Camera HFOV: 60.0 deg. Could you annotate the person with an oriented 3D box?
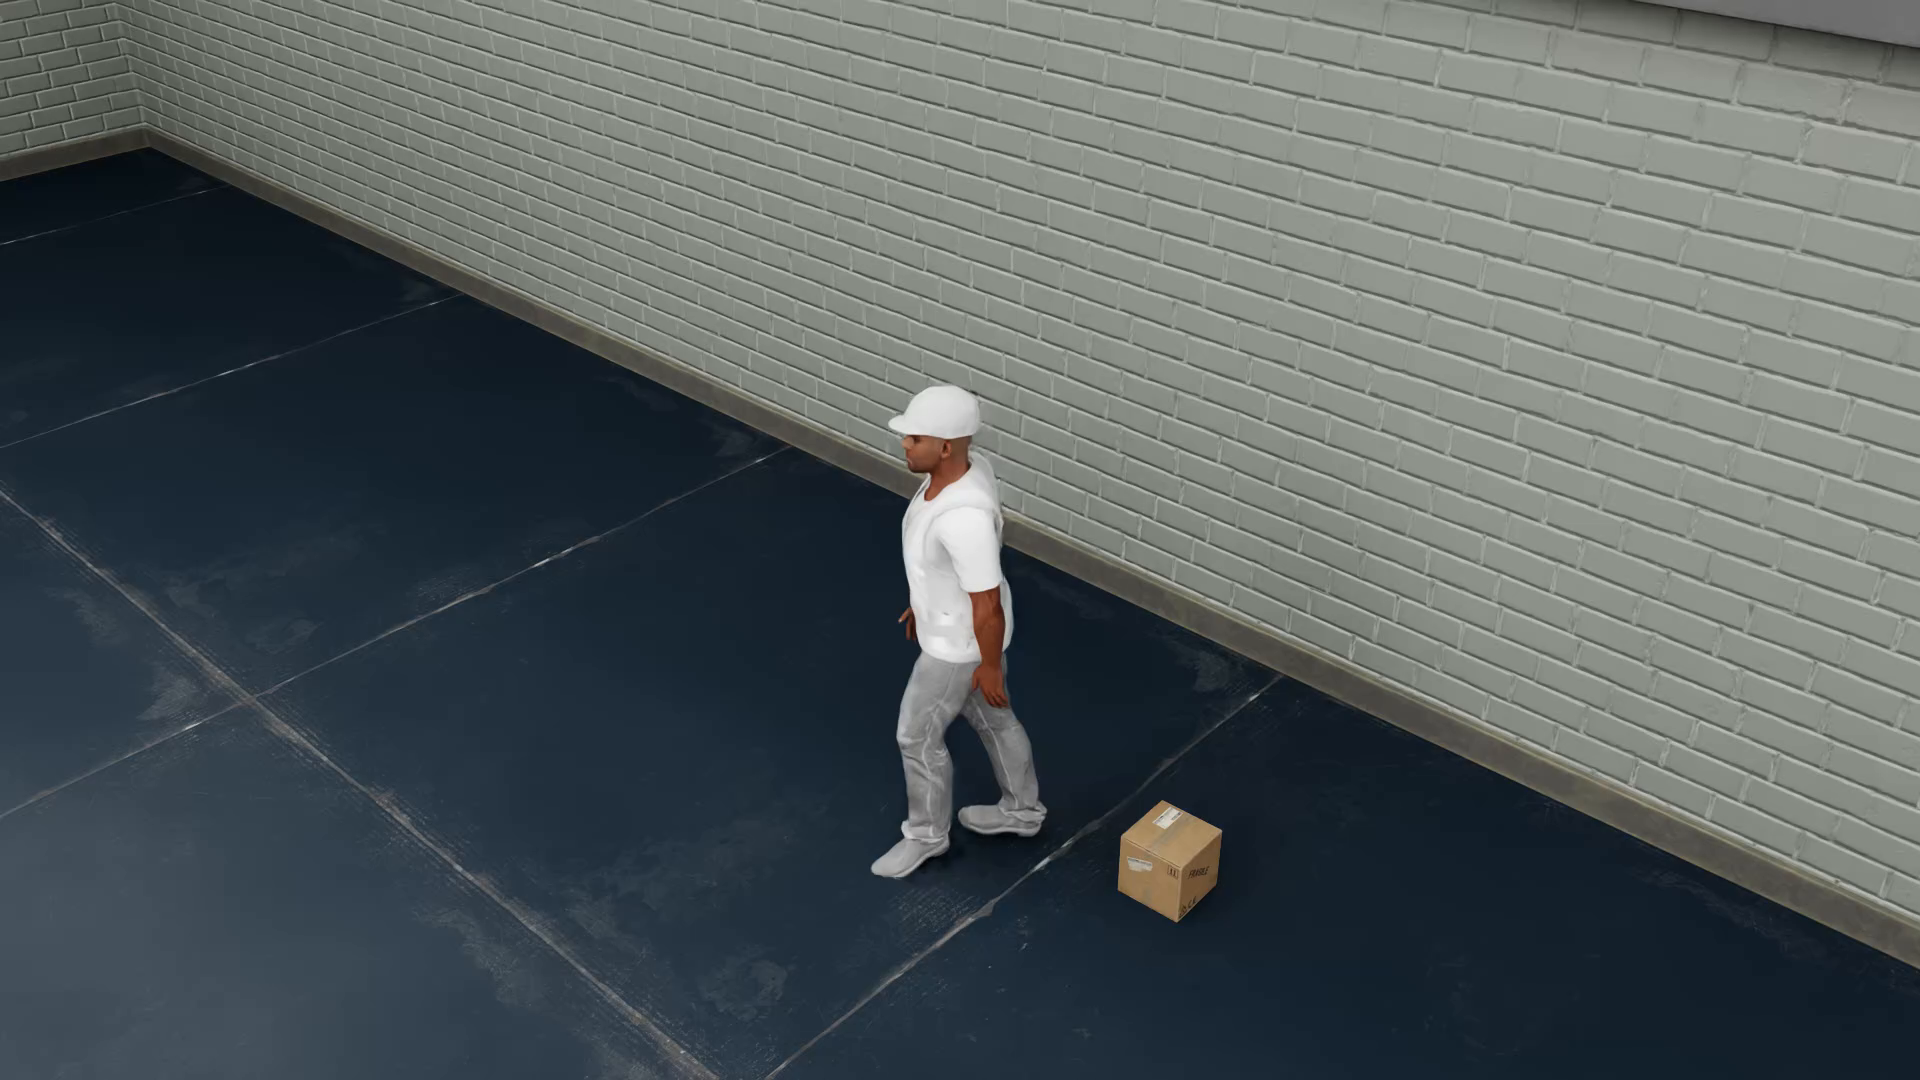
[{"bbox_3d":[0.009,0.317,5.595,0.613,1.799,0.567,3,31,5],"label":"person"}]
